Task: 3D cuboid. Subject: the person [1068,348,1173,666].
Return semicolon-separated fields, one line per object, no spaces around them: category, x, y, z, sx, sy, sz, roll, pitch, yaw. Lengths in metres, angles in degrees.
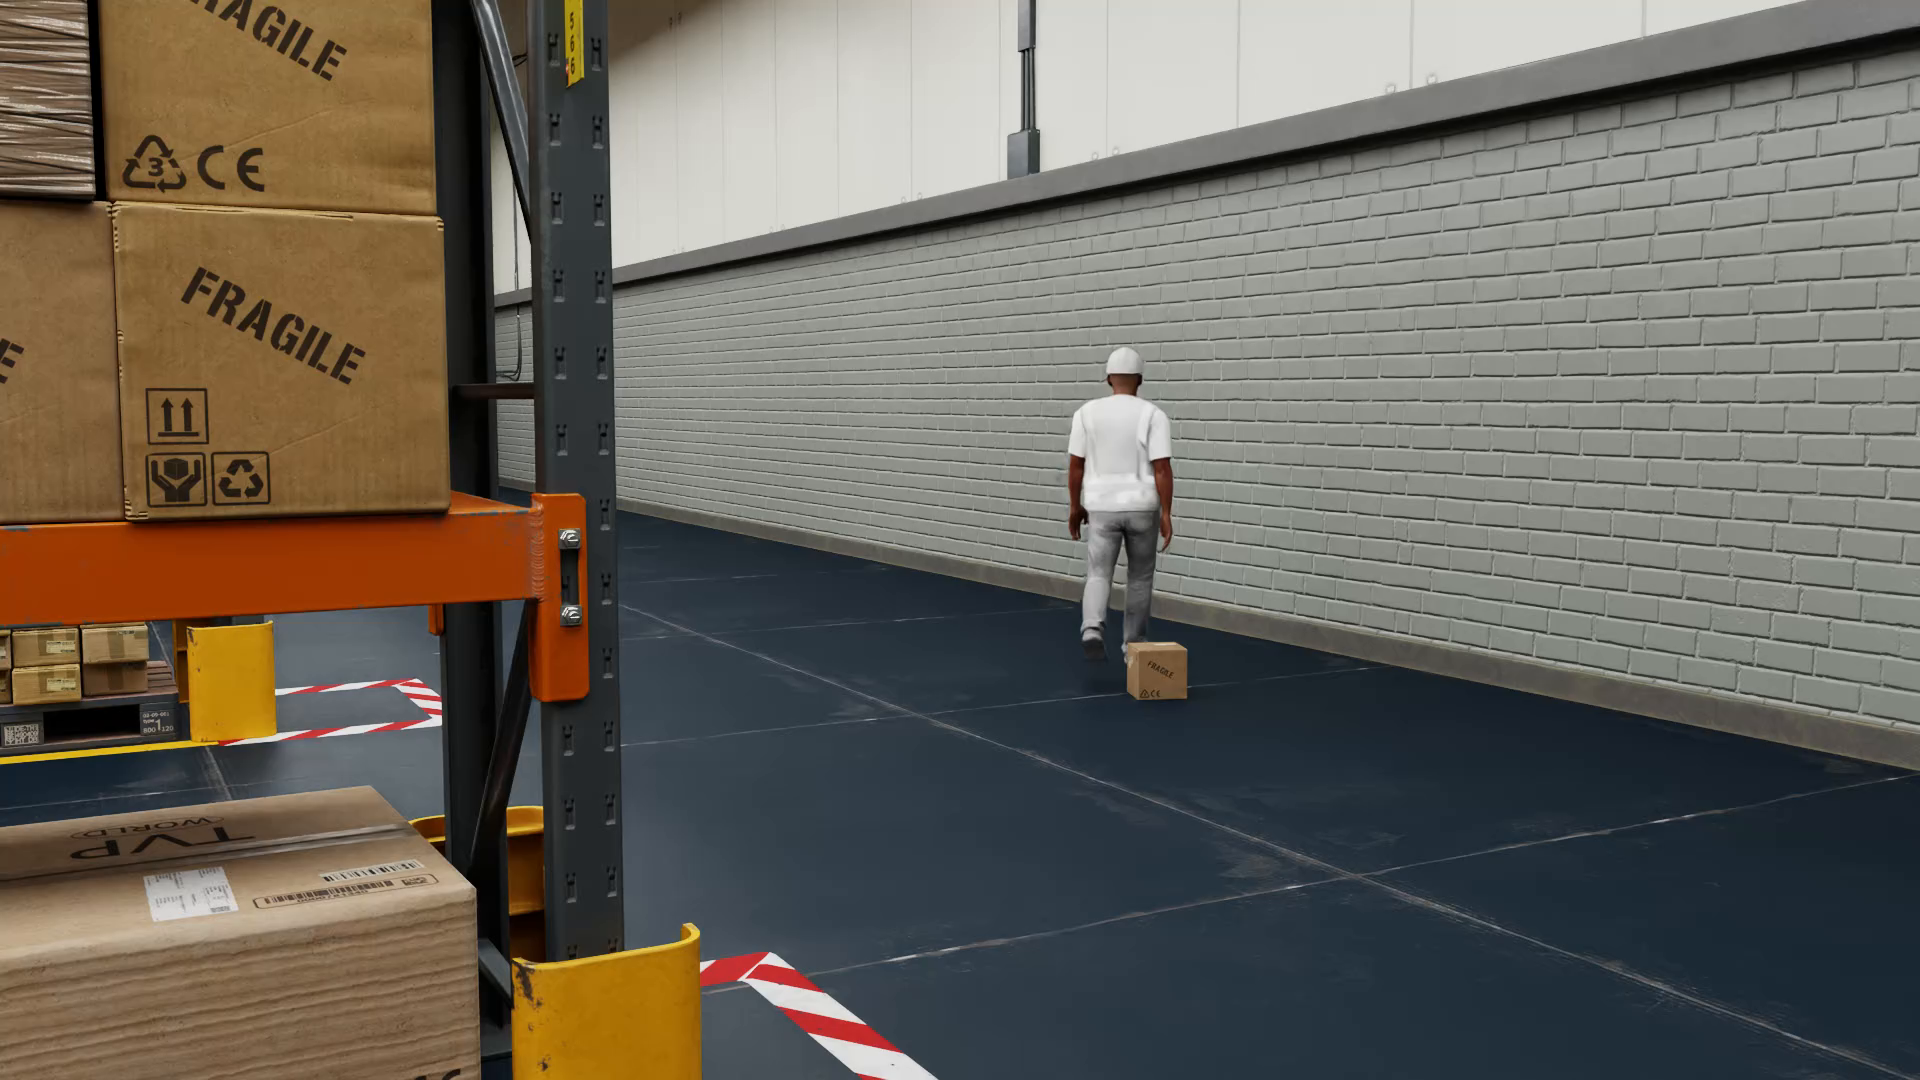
person;0.859;-0.163;8.968;0.591;1.742;0.910;1;5;14
